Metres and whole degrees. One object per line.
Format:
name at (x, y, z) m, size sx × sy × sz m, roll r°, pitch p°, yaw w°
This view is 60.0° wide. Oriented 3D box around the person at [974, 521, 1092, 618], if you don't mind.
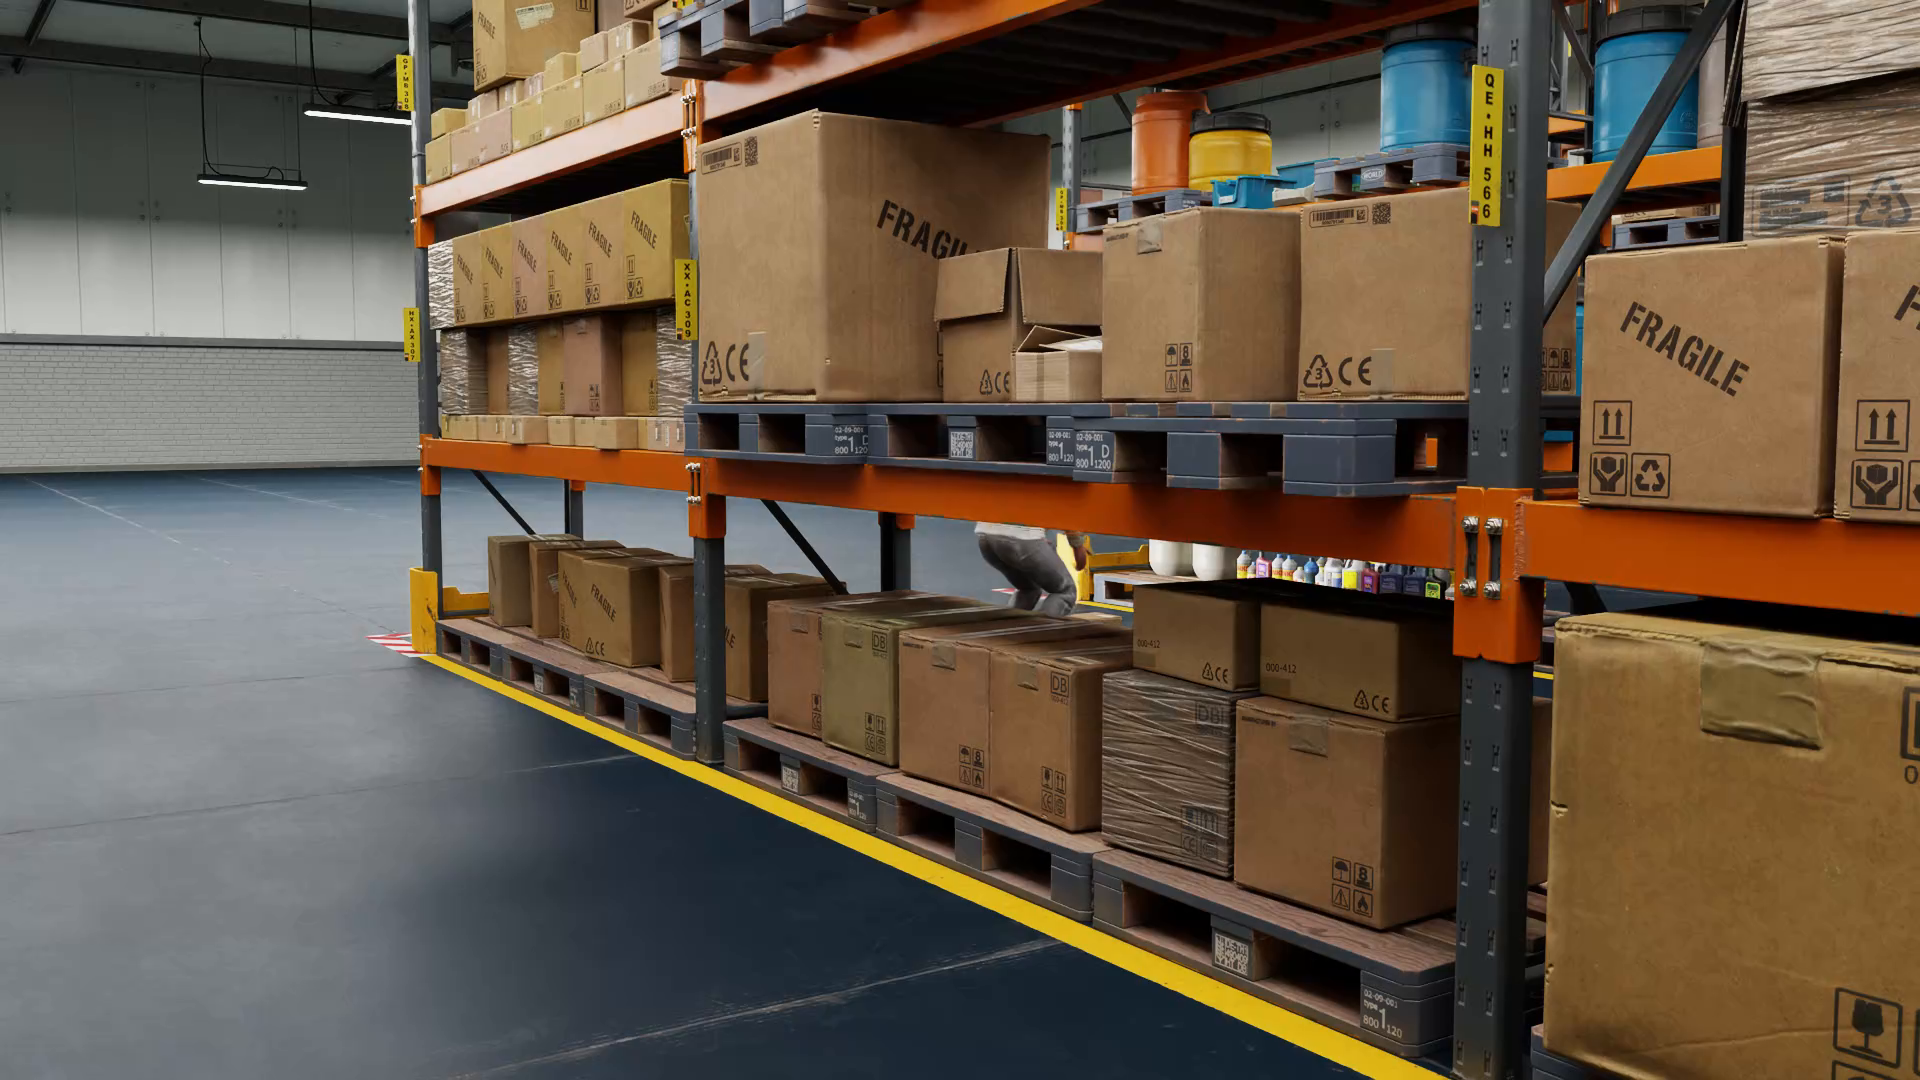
person at (0.432, -0.014, 9.697) m, size 0.734 × 1.478 × 0.591 m, roll -3°, pitch 6°, yaw -33°
